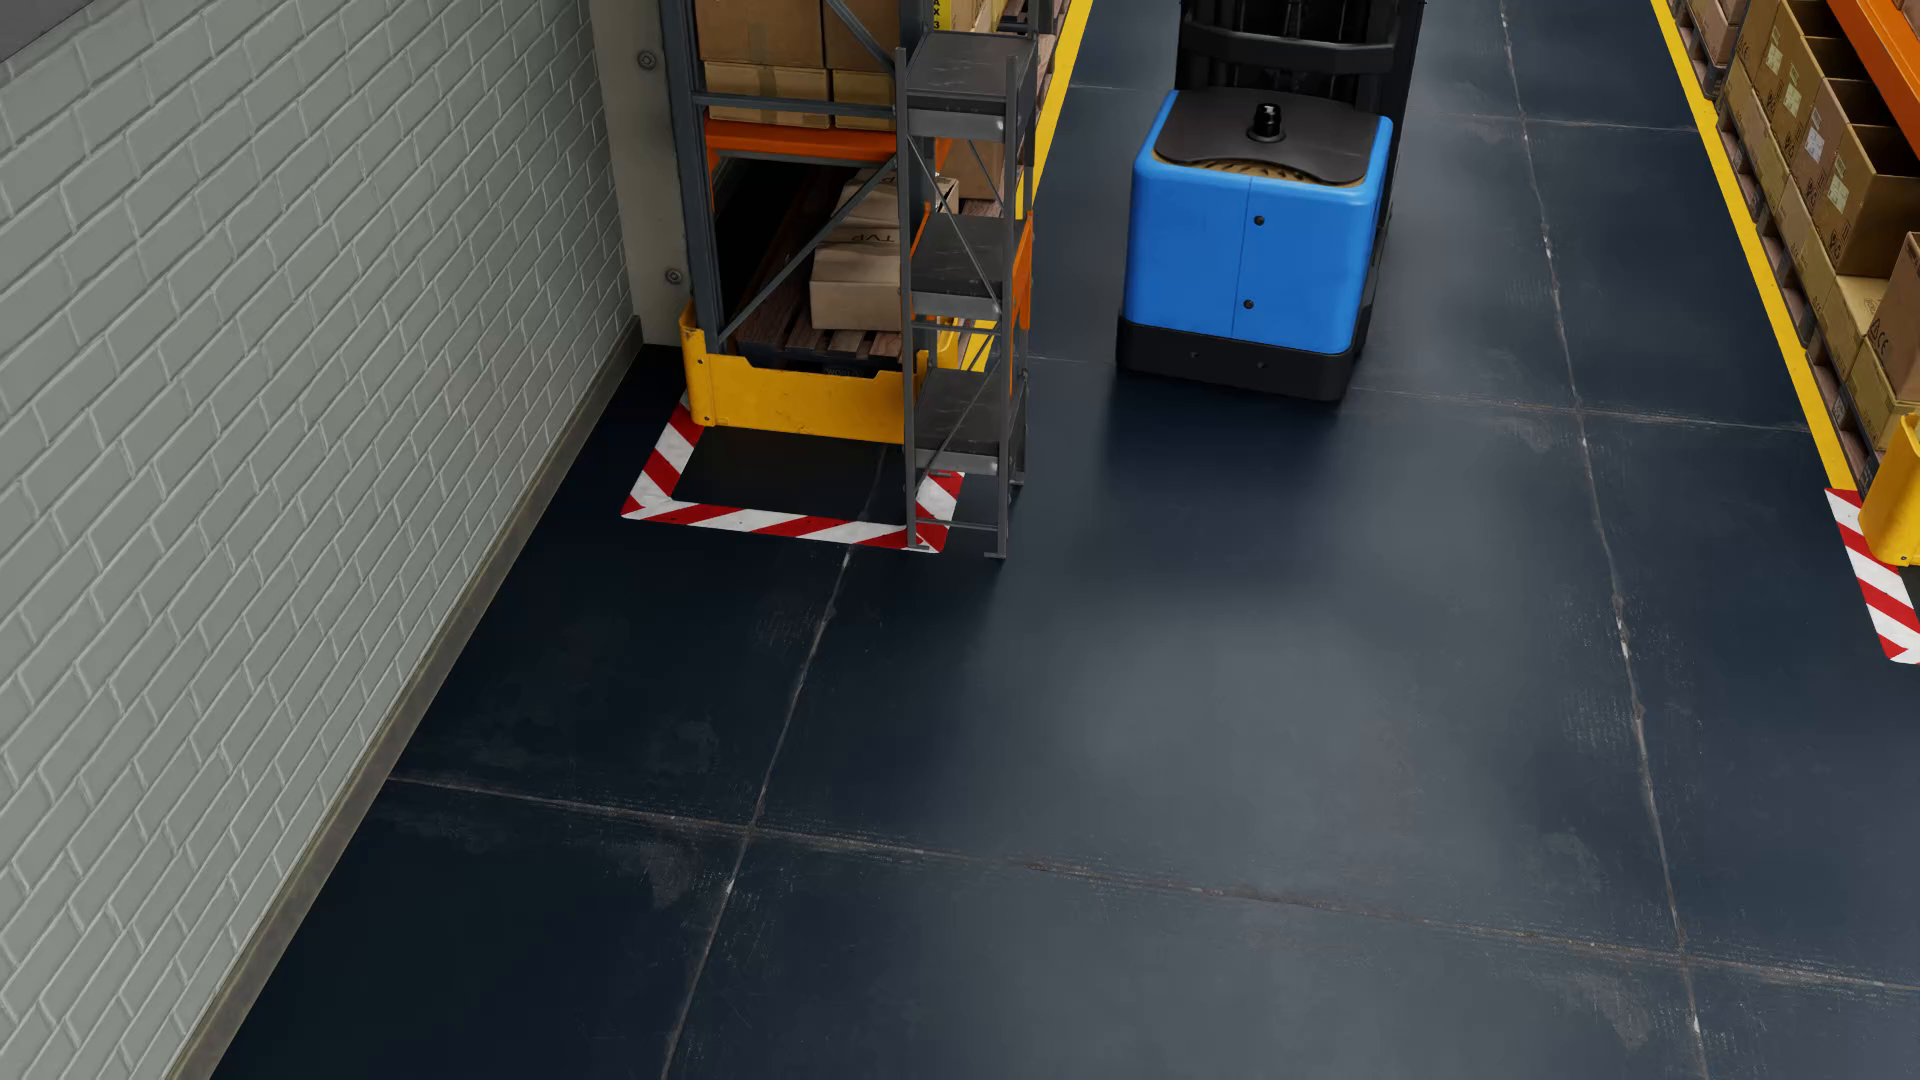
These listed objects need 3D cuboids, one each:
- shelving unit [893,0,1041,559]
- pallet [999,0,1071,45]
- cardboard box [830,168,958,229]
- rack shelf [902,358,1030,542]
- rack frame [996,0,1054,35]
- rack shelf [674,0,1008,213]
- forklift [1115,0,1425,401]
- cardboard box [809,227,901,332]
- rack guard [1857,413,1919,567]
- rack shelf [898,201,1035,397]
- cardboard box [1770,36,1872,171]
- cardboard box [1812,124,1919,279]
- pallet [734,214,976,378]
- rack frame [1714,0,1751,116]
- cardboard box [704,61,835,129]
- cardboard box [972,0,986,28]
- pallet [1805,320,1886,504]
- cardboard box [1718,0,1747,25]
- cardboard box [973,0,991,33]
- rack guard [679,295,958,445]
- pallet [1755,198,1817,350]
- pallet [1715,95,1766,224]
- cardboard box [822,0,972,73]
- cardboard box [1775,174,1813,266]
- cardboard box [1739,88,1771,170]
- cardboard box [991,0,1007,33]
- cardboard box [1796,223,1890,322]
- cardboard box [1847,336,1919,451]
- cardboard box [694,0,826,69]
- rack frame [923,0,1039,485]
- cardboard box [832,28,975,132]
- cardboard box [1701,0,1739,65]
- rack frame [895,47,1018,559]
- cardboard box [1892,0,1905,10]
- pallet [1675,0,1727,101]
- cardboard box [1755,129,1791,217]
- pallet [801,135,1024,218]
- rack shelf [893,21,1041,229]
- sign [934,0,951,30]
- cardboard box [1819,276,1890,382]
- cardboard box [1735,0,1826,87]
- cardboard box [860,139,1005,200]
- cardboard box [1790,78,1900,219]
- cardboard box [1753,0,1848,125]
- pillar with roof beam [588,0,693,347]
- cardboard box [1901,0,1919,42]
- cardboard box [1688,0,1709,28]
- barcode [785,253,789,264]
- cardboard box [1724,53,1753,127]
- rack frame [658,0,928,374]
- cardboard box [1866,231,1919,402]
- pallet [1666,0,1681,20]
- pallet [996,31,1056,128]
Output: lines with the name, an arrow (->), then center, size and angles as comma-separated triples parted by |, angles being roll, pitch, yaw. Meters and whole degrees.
shelving unit -> 0.029, -0.913, 6.206 | 0.431, 2.100, 0.503 | 6, 40, 8
pallet -> 0.207, -3.592, 10.929 | 1.003, 0.211, 1.213 | 6, 40, 8
cardboard box -> -0.311, -1.583, 8.075 | 0.500, 0.311, 0.500 | 10, 41, 11
rack shelf -> 0.029, -0.363, 6.661 | 0.431, 0.518, 0.480 | 6, 40, 8
rack frame -> 0.074, -4.178, 9.449 | 1.000, 3.000, 0.127 | 6, 40, 8
rack shelf -> -0.272, -2.646, 8.160 | 1.077, 0.370, 4.000 | 6, 40, 8
forklift -> 1.633, -2.694, 7.708 | 1.130, 2.935, 3.031 | 11, 41, 13
cardboard box -> -0.410, -1.225, 7.643 | 0.500, 0.311, 0.500 | 2, 40, 3
rack guard -> 4.257, -0.145, 6.533 | 1.175, 0.500, 0.348 | 6, 40, 8
rack shelf -> 0.029, -0.903, 6.215 | 0.431, 0.518, 0.480 | 6, 40, 8
cardboard box -> 4.392, -2.141, 8.225 | 0.500, 0.500, 0.500 | 6, 40, 8
cardboard box -> 4.220, -1.513, 7.466 | 0.500, 0.500, 0.500 | 6, 40, 8
pallet -> -0.430, -1.147, 7.971 | 1.003, 0.211, 1.213 | 6, 40, 8
rack frame -> 4.954, -3.634, 8.791 | 1.000, 3.000, 0.127 | 6, 40, 8
cardboard box -> -0.728, -1.932, 6.835 | 0.500, 0.250, 0.500 | 7, 40, 8
cardboard box -> -0.144, -2.482, 6.912 | 0.500, 0.500, 0.500 | 7, 40, 8
pallet -> 4.352, -0.534, 7.230 | 1.003, 0.211, 1.213 | 6, 40, 8
cardboard box -> 4.741, -3.238, 9.701 | 0.500, 0.311, 0.500 | 6, 40, 8
cardboard box -> -0.145, -2.216, 7.178 | 0.500, 0.250, 0.500 | 5, 40, 6
rack guard -> -0.605, -0.752, 7.267 | 1.175, 0.500, 0.348 | 6, 40, 8
pallet -> 4.566, -1.297, 8.153 | 1.003, 0.211, 1.213 | 6, 40, 8
pallet -> 4.775, -2.065, 9.082 | 1.003, 0.211, 1.213 | 6, 40, 8
cardboard box -> -0.240, -2.173, 6.538 | 0.500, 0.500, 0.500 | 6, 40, 8
cardboard box -> 4.311, -1.538, 8.084 | 0.500, 0.250, 0.500 | 6, 40, 8
cardboard box -> 4.483, -2.165, 8.843 | 0.500, 0.250, 0.500 | 6, 40, 8
cardboard box -> -0.051, -2.535, 7.564 | 0.500, 0.250, 0.500 | 6, 40, 7
cardboard box -> 4.223, -1.224, 7.705 | 0.500, 0.250, 0.500 | 6, 40, 8
cardboard box -> 4.063, -0.595, 6.944 | 0.500, 0.250, 0.500 | 6, 40, 8
cardboard box -> -0.746, -2.226, 6.602 | 0.500, 0.500, 0.500 | 6, 40, 7
rack frame -> 0.071, -1.066, 6.392 | 0.400, 2.100, 0.015 | 6, 40, 8
cardboard box -> -0.221, -1.889, 6.782 | 0.500, 0.250, 0.500 | 5, 40, 6
cardboard box -> 4.740, -3.028, 9.887 | 0.500, 0.250, 0.500 | 6, 40, 7
rack frame -> -0.013, -0.760, 6.021 | 0.400, 2.100, 0.015 | 6, 40, 8
cardboard box -> 4.707, -2.747, 7.640 | 0.700, 0.500, 0.500 | 7, 40, 8
pallet -> 5.043, -3.026, 10.244 | 1.003, 0.211, 1.213 | 6, 40, 8
cardboard box -> 4.392, -1.852, 8.464 | 0.500, 0.250, 0.500 | 6, 40, 8
pallet -> -0.216, -1.910, 8.894 | 1.003, 0.211, 1.213 | 6, 40, 8
rack shelf -> 0.029, -1.442, 5.769 | 0.431, 0.518, 0.480 | 6, 40, 8
sign -> -0.084, -1.942, 6.065 | 0.100, 0.325, 0.005 | 6, 40, 8
cardboard box -> 4.138, -0.910, 7.325 | 0.500, 0.250, 0.500 | 6, 40, 8
cardboard box -> 4.565, -2.769, 8.985 | 0.500, 0.500, 0.500 | 6, 40, 8
cardboard box -> -0.135, -2.111, 8.565 | 0.700, 0.500, 0.500 | 4, 40, 5
cardboard box -> 4.307, -1.827, 7.846 | 0.500, 0.500, 0.500 | 6, 40, 8
cardboard box -> 4.486, -2.454, 8.604 | 0.500, 0.500, 0.500 | 6, 40, 8
pillar with roof beam -> 2.891, -4.040, 4.574 | 9.100, 9.000, 0.400 | 6, 40, 8
cardboard box -> 4.620, -2.426, 7.251 | 0.700, 0.500, 0.500 | 8, 40, 9
cardboard box -> 4.829, -3.346, 10.271 | 0.500, 0.250, 0.500 | 6, 40, 7
barcode -> -0.801, -1.284, 7.707 | 0.001, 0.075, 0.075 | 6, 40, 8
cardboard box -> 4.575, -2.479, 9.222 | 0.500, 0.250, 0.500 | 6, 40, 8
rack frame -> -0.618, -1.668, 6.413 | 1.000, 3.000, 0.127 | 6, 40, 8
cardboard box -> 4.061, -0.884, 6.705 | 0.500, 0.500, 0.500 | 6, 40, 8
pallet -> 5.251, -3.794, 11.173 | 1.003, 0.211, 1.213 | 6, 40, 8
pallet -> -0.007, -2.678, 9.823 | 1.003, 0.211, 1.213 | 6, 40, 8
